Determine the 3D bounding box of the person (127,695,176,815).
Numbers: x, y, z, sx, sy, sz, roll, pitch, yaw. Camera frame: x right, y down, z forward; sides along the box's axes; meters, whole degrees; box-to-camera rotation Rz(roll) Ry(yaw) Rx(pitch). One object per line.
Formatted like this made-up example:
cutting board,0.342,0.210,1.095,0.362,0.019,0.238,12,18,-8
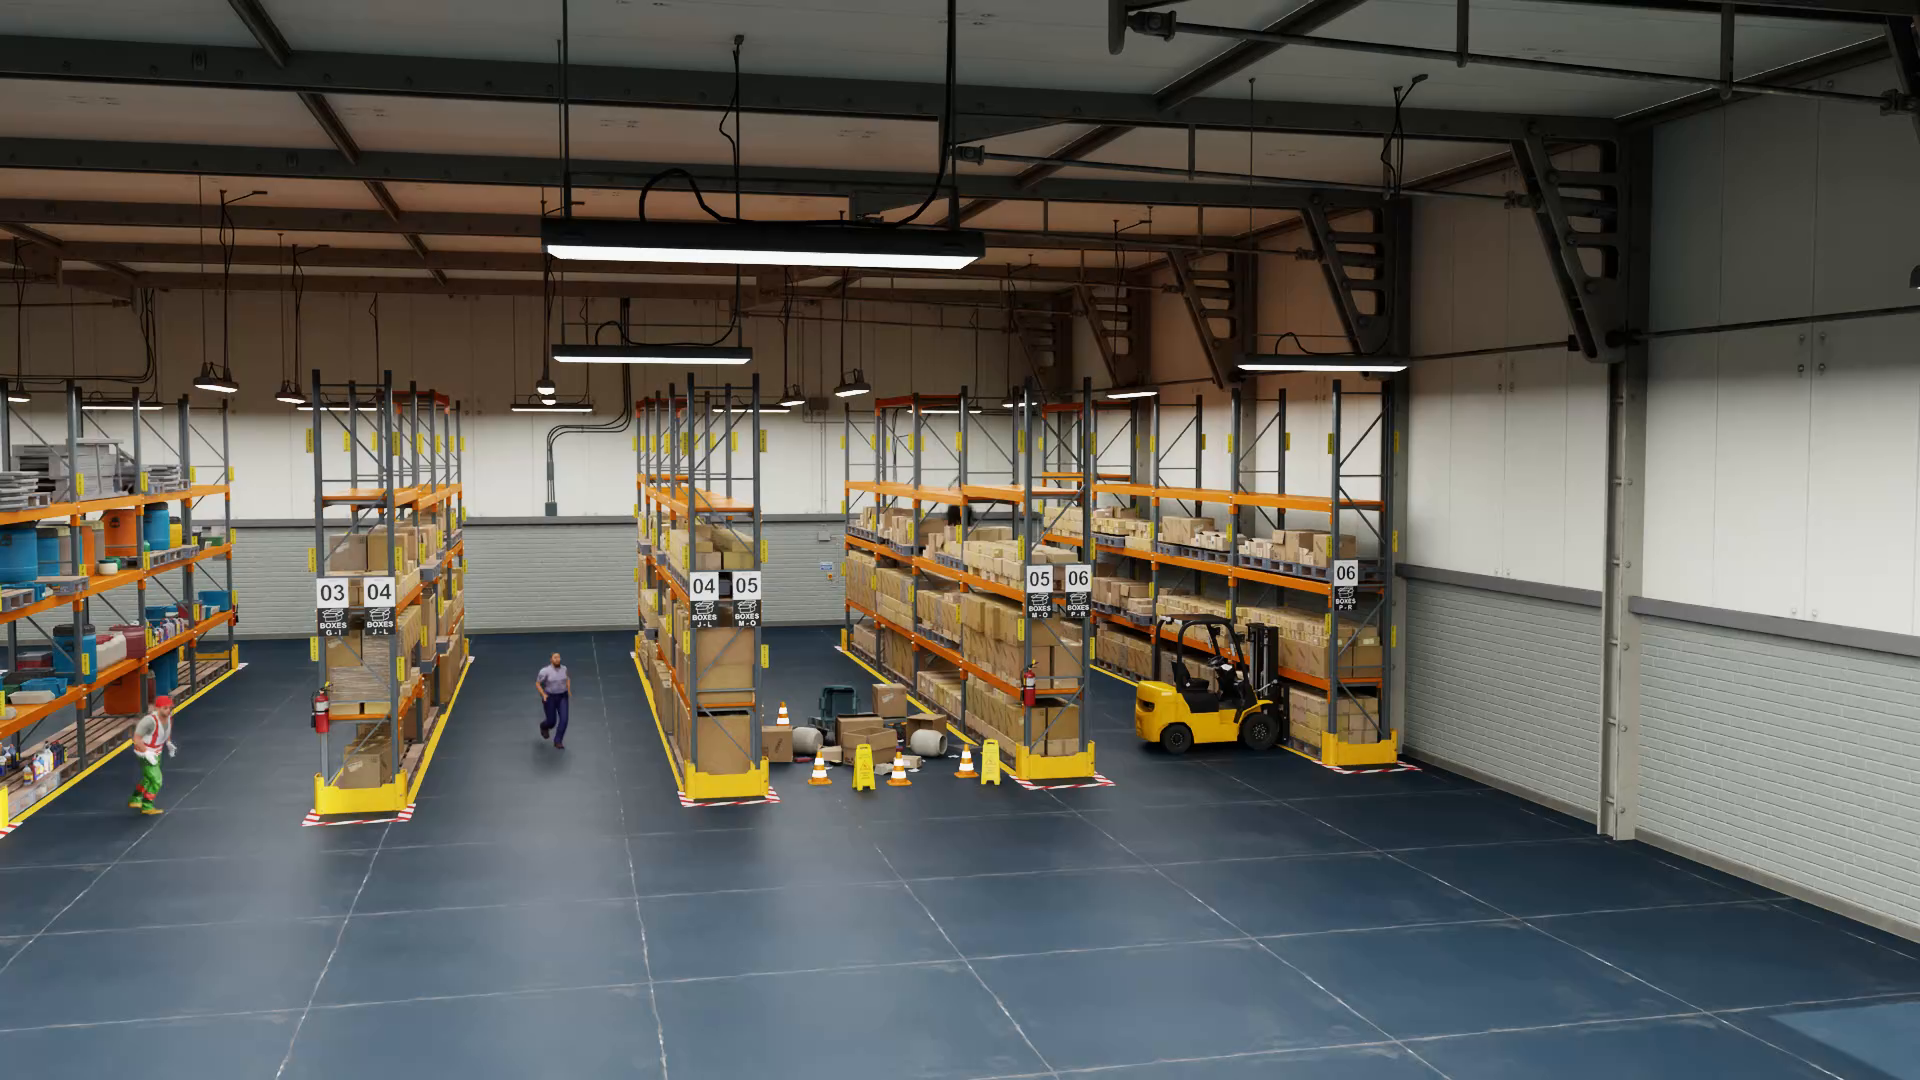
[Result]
person,-10.942,2.890,22.465,0.872,1.639,0.689,0,3,4

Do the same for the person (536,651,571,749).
person,-6.705,2.629,27.463,0.616,1.601,0.642,-2,4,-34
